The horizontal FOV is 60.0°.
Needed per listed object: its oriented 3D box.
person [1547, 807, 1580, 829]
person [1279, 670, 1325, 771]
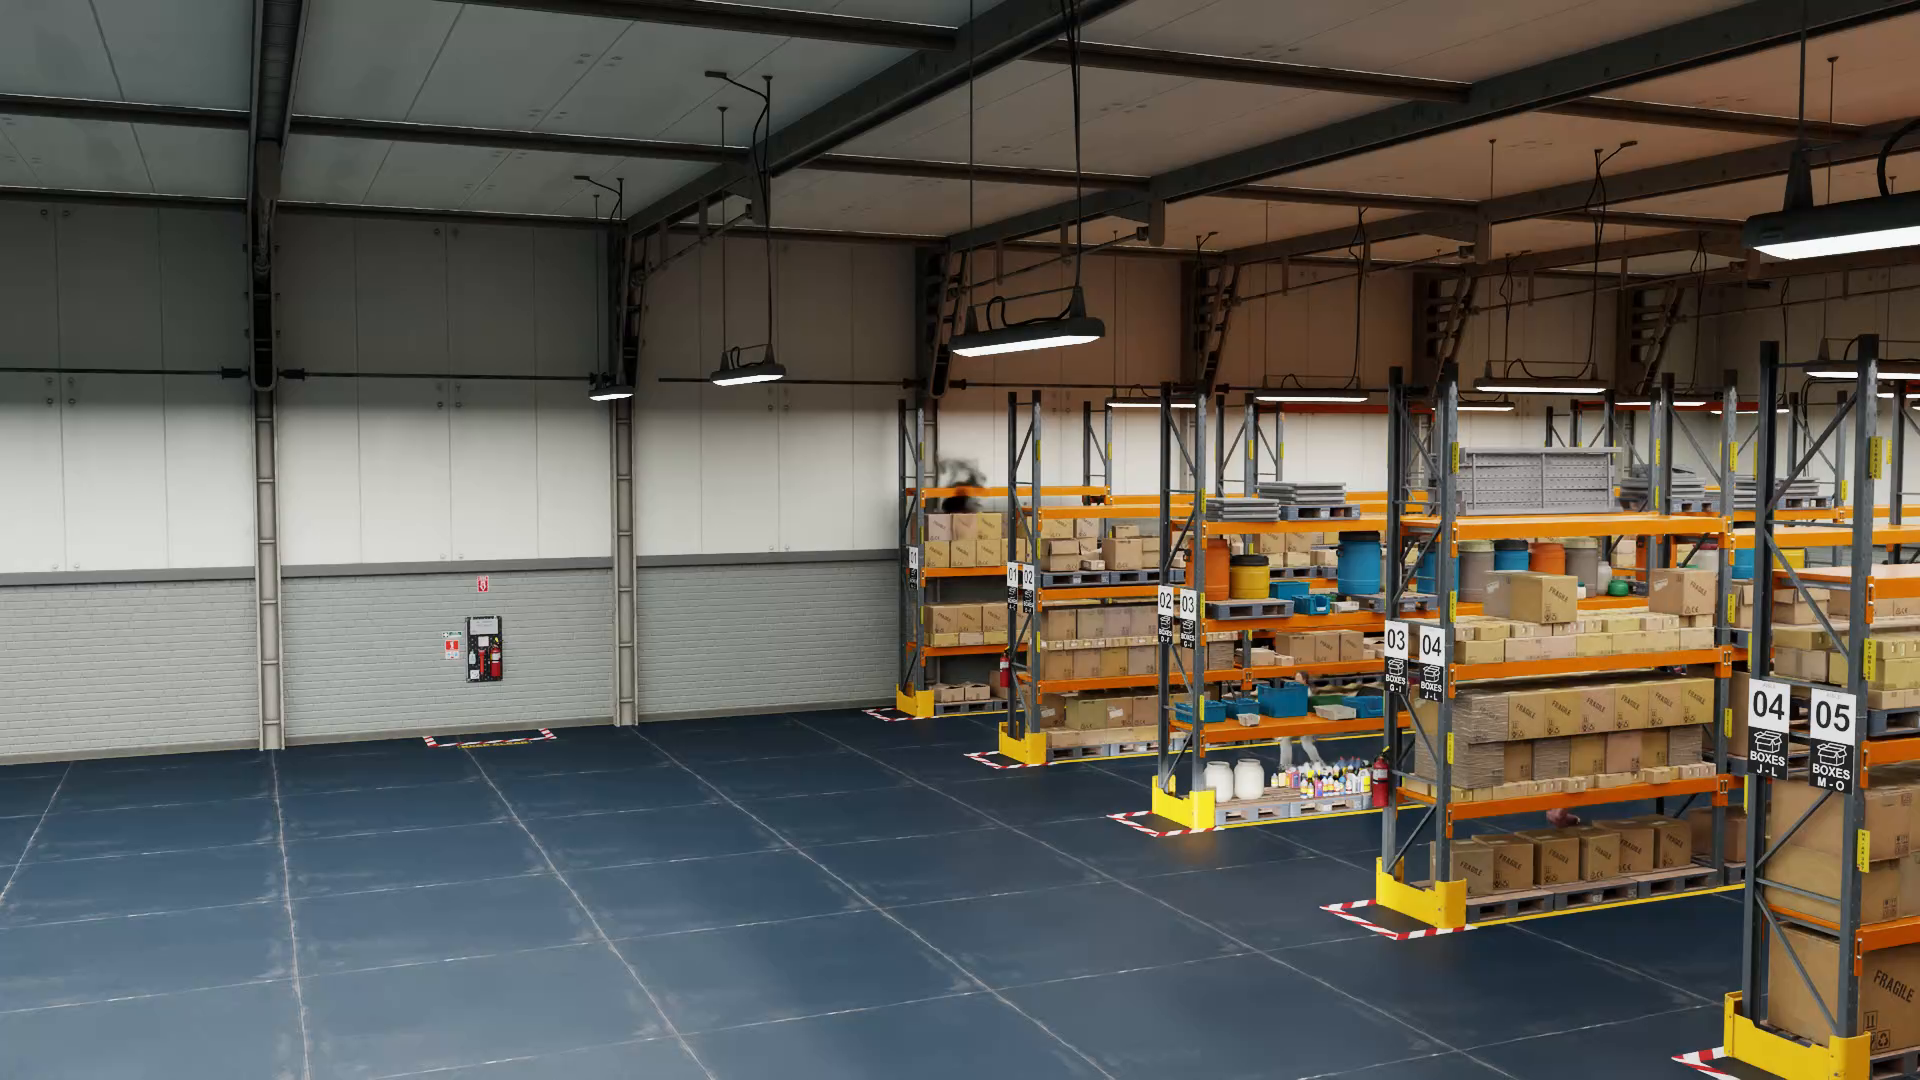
[{"bbox_3d":[7.651,3.135,20.900,0.622,1.621,0.569,-2,4,-31],"label":"person"},{"bbox_3d":[5.201,2.830,25.360,0.830,1.715,0.541,-2,4,-28],"label":"person"}]
